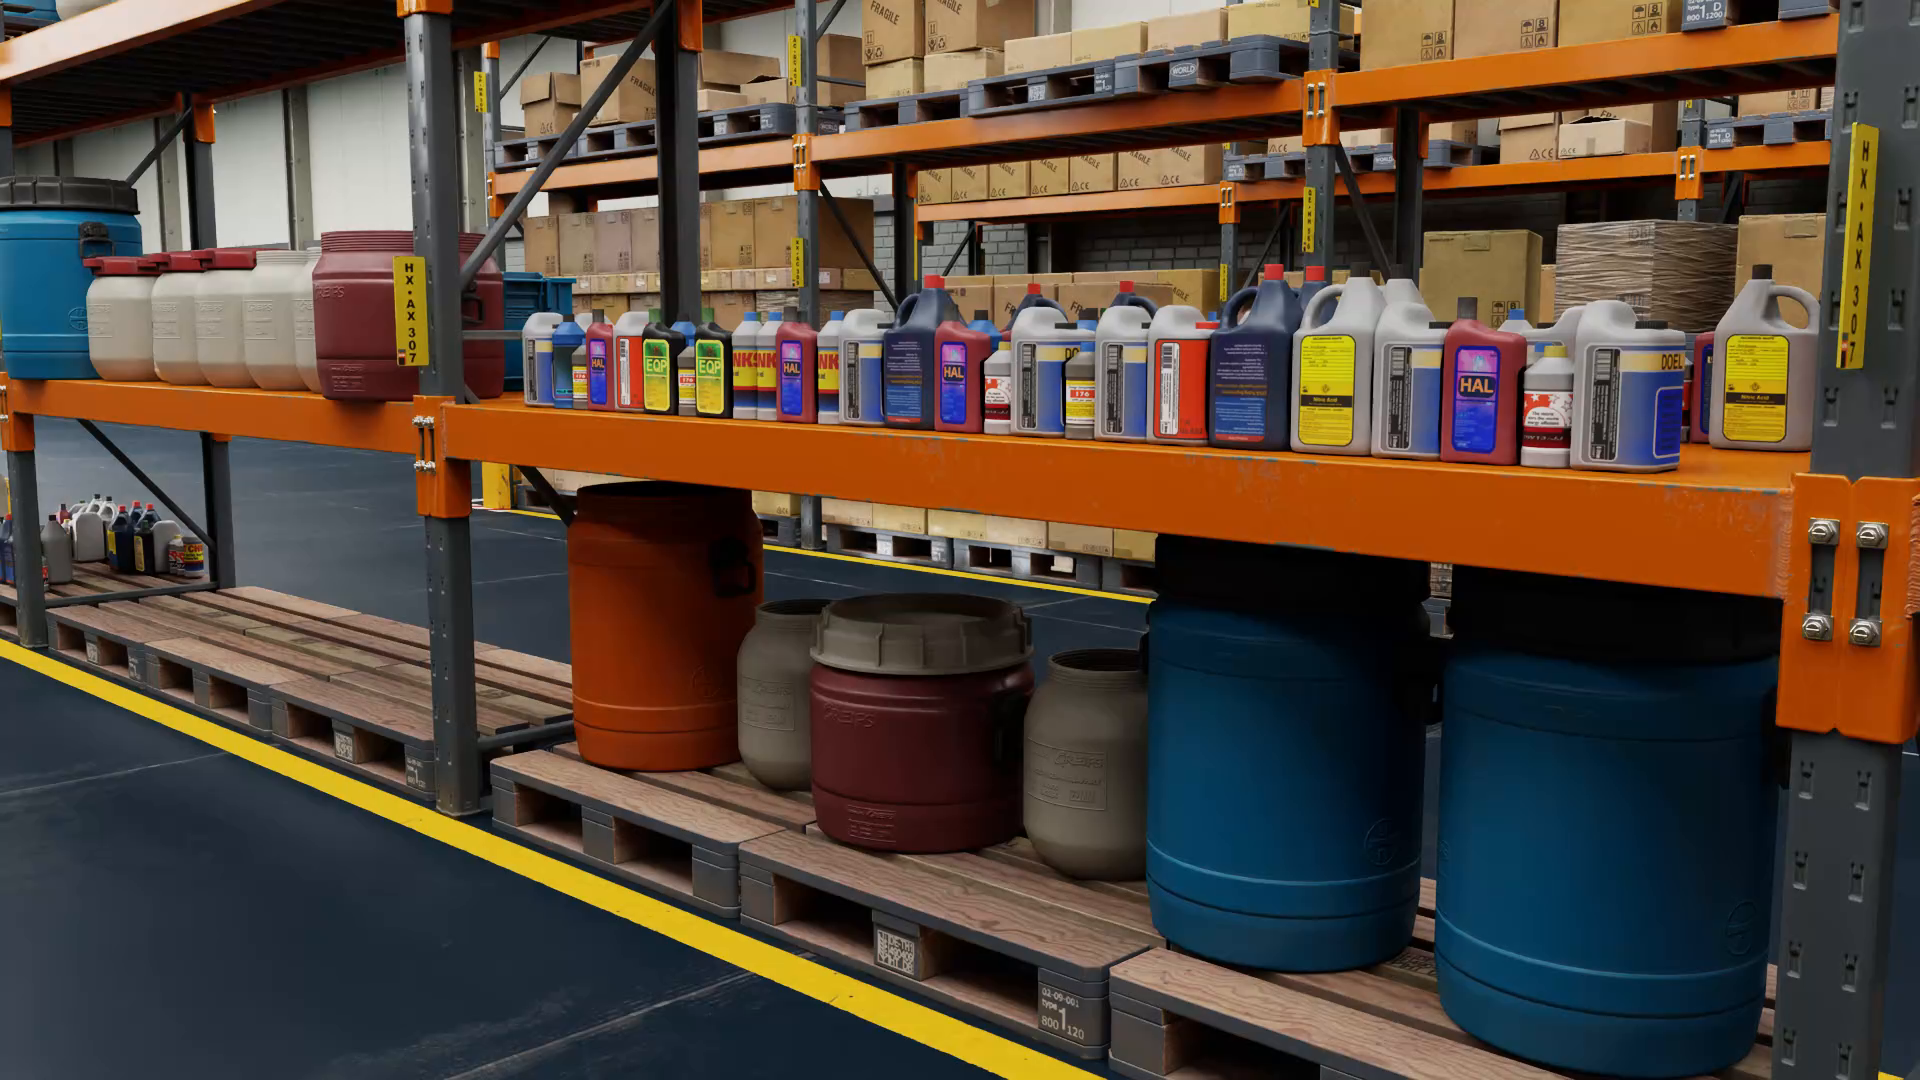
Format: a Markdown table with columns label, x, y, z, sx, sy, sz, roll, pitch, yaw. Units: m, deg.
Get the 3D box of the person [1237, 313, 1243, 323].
| label | x | y | z | sx | sy | sz | roll | pitch | yaw |
| --- | --- | --- | --- | --- | --- | --- | --- | --- | --- |
| person | 1.173 | -0.161 | 7.084 | 0.304 | 1.599 | 0.406 | -7 | 10 | -44 |
